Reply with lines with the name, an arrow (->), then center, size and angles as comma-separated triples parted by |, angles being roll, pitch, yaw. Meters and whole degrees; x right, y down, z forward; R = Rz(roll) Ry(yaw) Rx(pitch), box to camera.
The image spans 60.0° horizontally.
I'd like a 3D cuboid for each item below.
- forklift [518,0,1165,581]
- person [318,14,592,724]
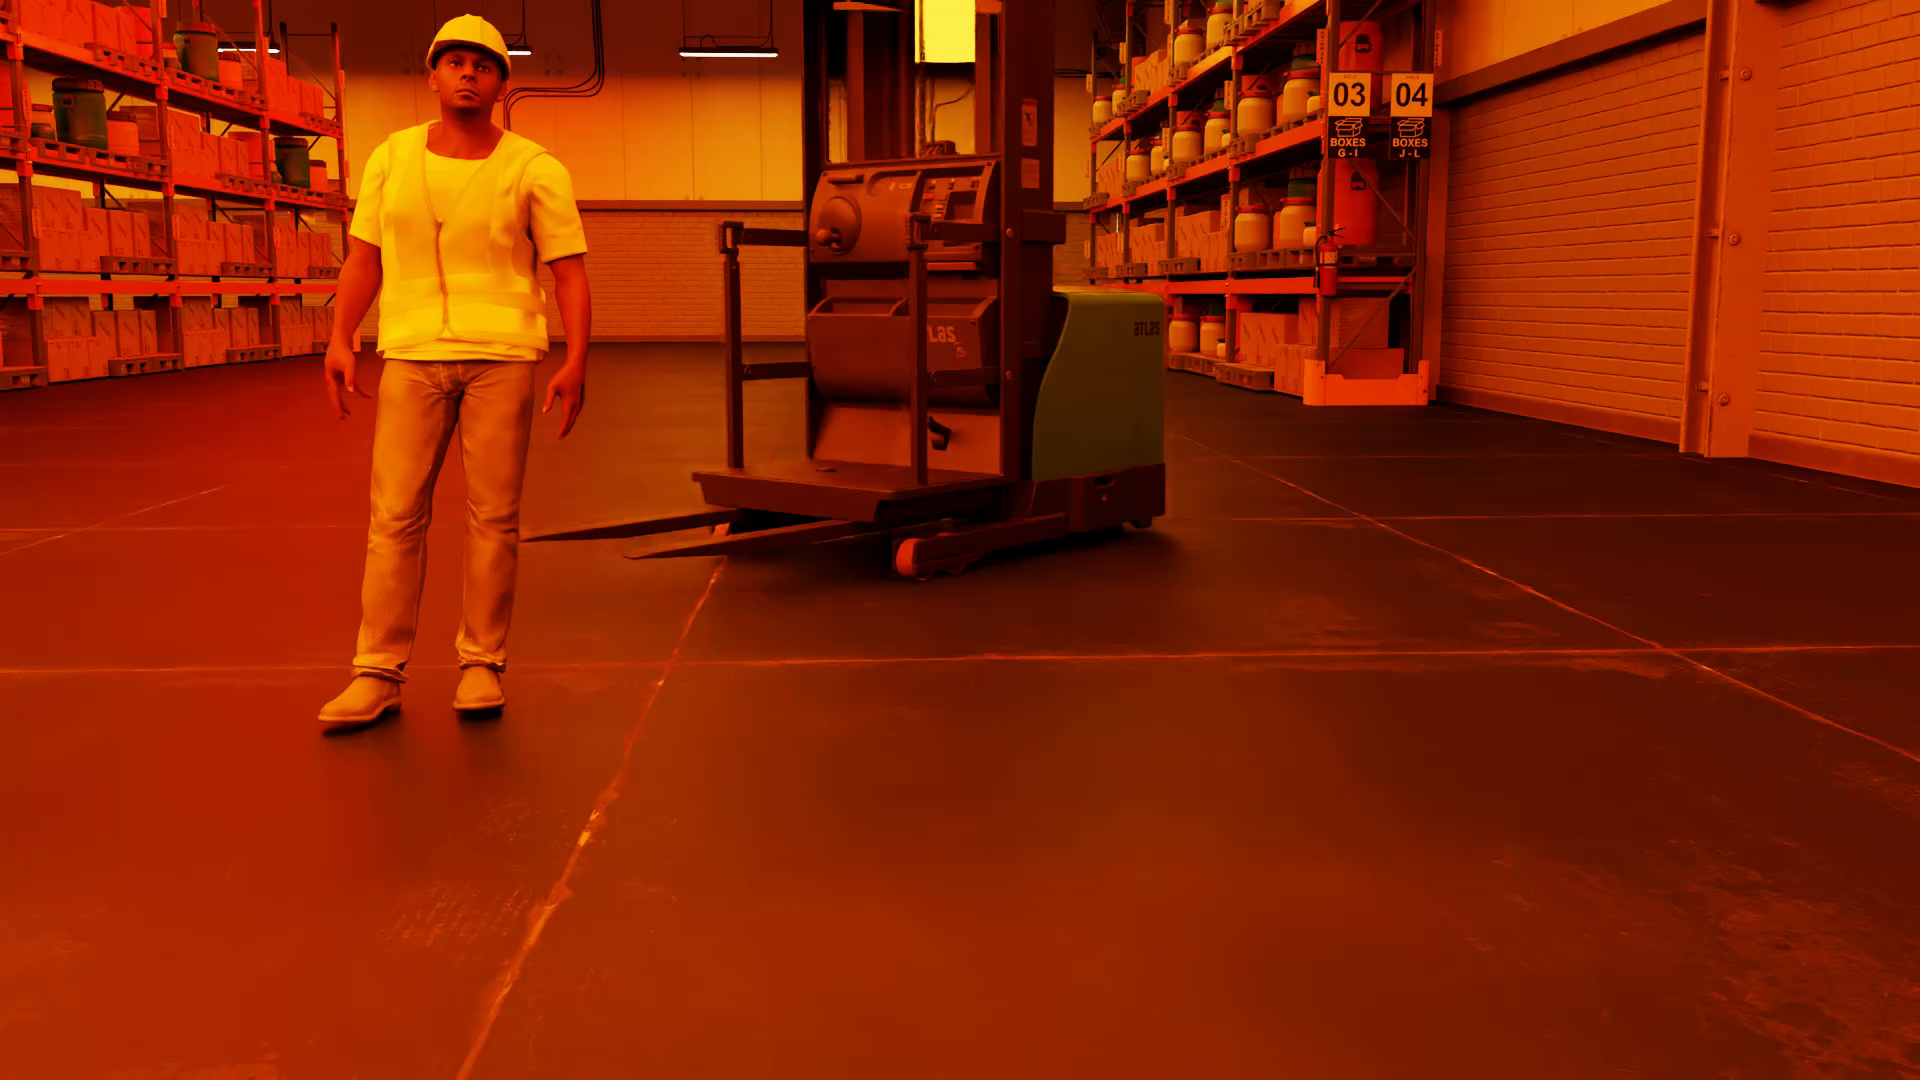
forklift -> -0.375, -1.377, 6.602 | 1.130, 2.935, 3.031 | 7, 11, 38
person -> -1.289, -0.443, 4.232 | 0.666, 1.765, 0.578 | 0, 8, -3
